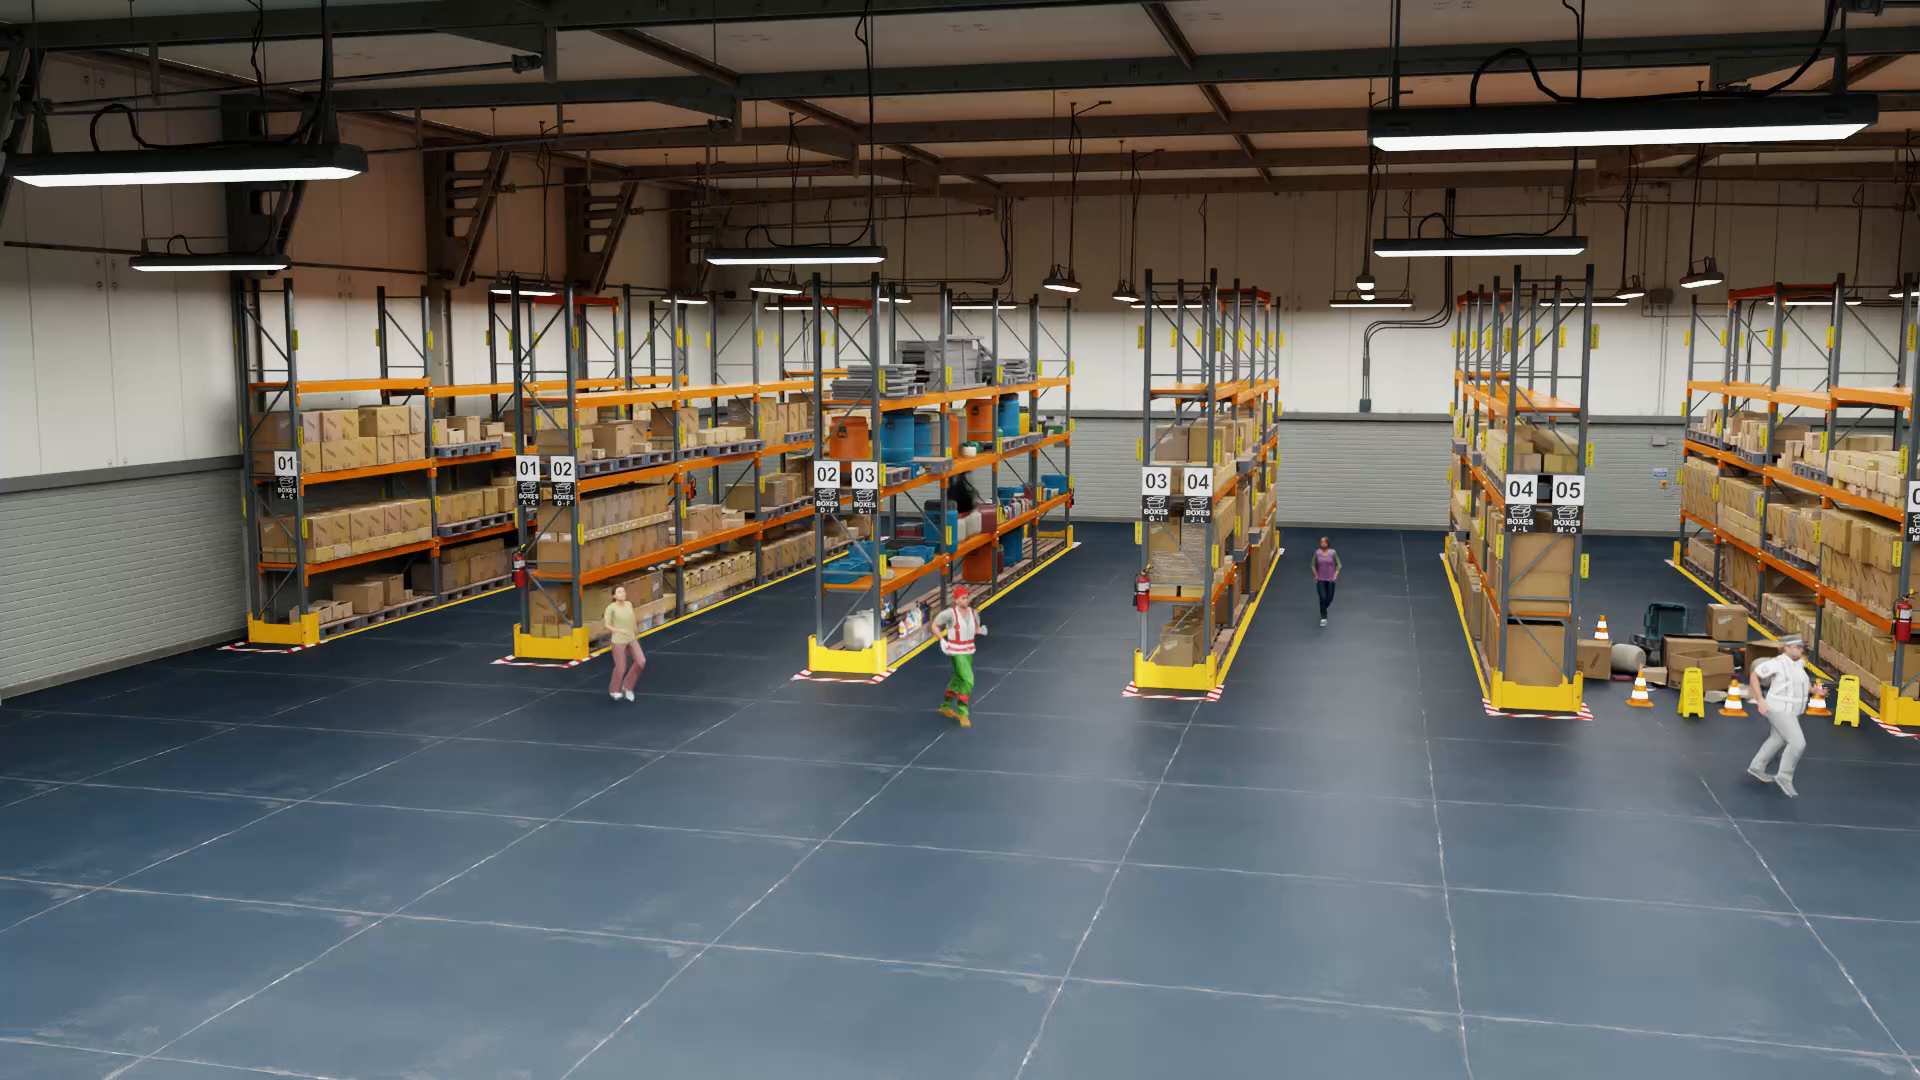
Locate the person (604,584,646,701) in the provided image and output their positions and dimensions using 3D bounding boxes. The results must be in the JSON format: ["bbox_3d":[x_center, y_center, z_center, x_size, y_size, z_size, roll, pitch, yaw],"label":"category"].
[{"bbox_3d":[-4.675,1.424,23.124,0.586,1.641,0.647,-6,9,-42],"label":"person"}]

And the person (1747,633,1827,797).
[{"bbox_3d":[9.185,1.934,18.466,0.627,1.835,0.829,-5,8,-36],"label":"person"}]

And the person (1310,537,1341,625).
[{"bbox_3d":[6.466,0.713,29.453,0.537,1.568,0.506,2,7,14],"label":"person"}]

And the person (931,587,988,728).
[{"bbox_3d":[0.027,1.525,21.794,0.615,1.850,0.775,-7,10,-44],"label":"person"}]
